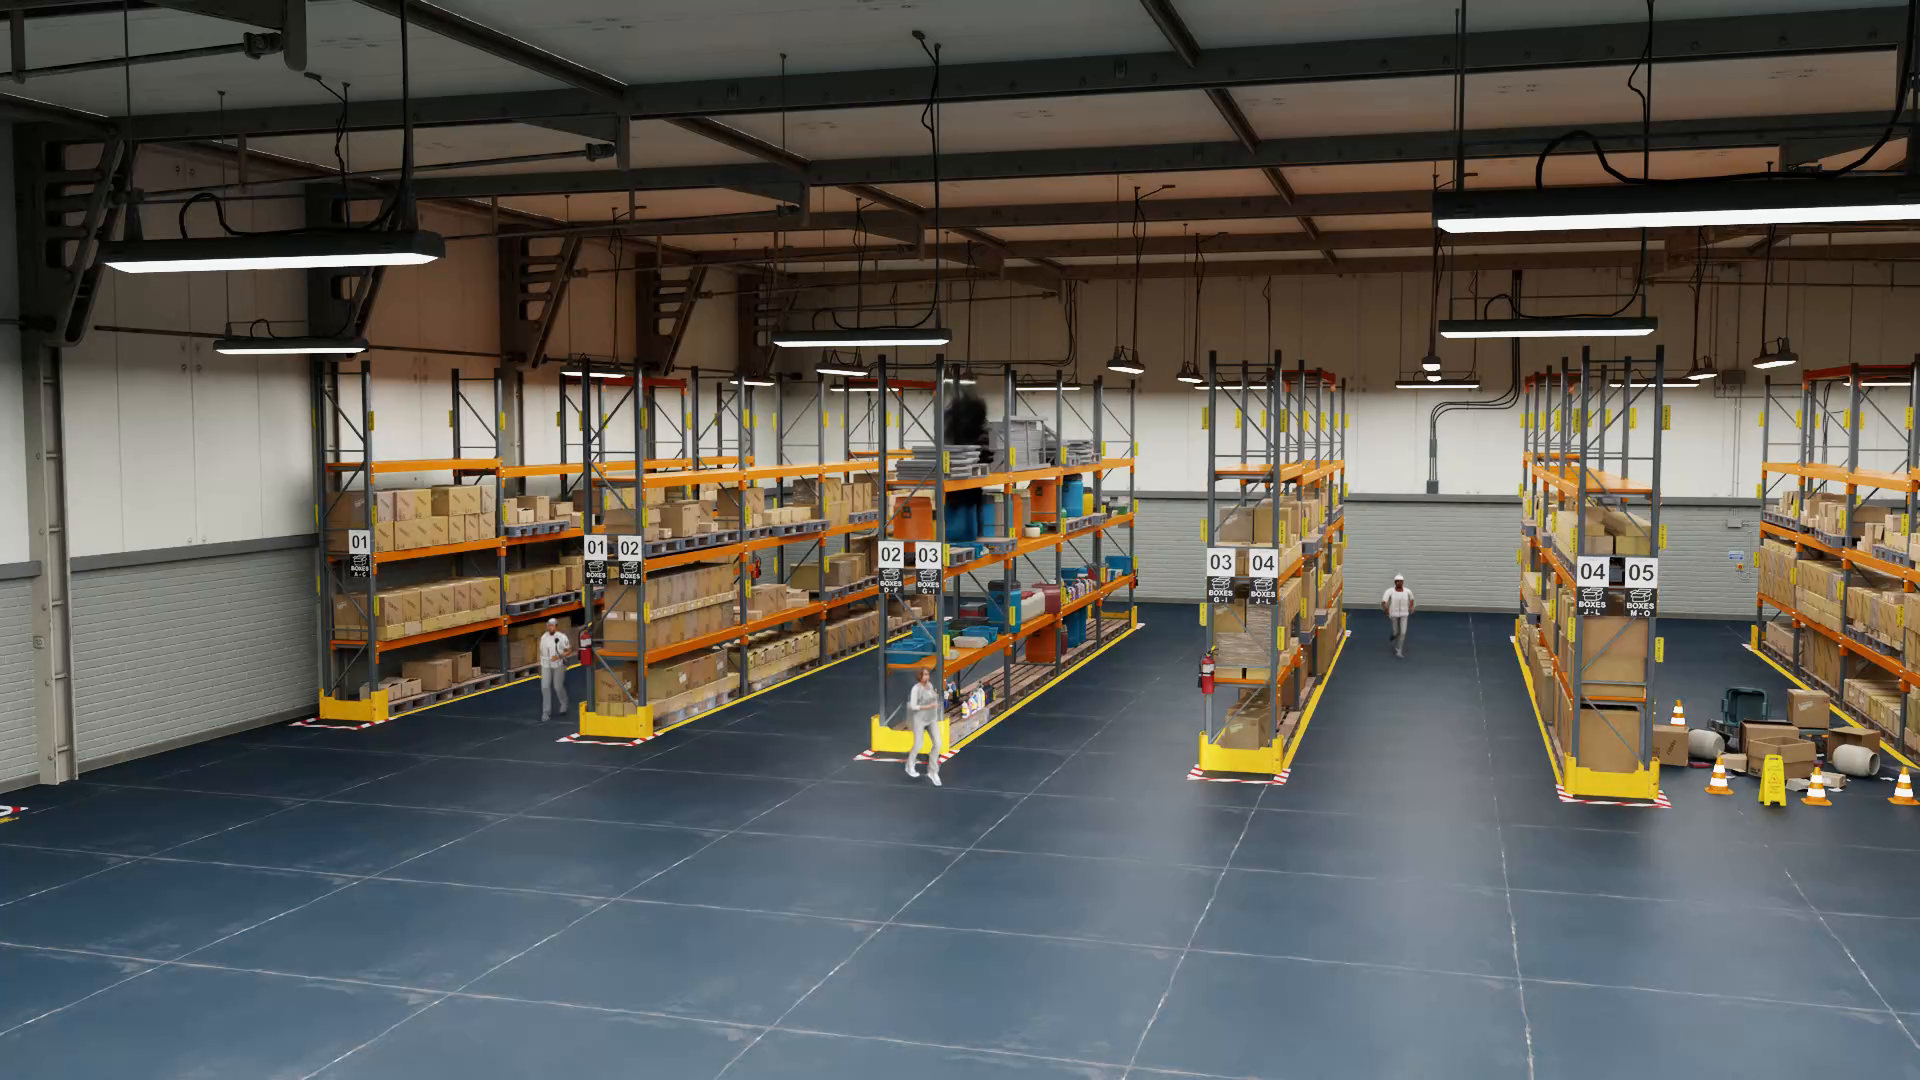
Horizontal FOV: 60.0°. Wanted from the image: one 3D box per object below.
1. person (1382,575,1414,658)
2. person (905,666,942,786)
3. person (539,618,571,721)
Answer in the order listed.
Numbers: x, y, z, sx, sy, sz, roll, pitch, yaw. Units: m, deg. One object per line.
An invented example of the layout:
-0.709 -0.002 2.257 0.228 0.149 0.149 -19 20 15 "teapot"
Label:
9.360 1.608 35.487 0.699 1.738 0.758 0 4 4 "person"
-0.524 2.556 22.975 0.510 1.638 0.702 -3 5 -39 "person"
-6.872 2.167 28.145 0.605 1.695 0.817 0 4 6 "person"
